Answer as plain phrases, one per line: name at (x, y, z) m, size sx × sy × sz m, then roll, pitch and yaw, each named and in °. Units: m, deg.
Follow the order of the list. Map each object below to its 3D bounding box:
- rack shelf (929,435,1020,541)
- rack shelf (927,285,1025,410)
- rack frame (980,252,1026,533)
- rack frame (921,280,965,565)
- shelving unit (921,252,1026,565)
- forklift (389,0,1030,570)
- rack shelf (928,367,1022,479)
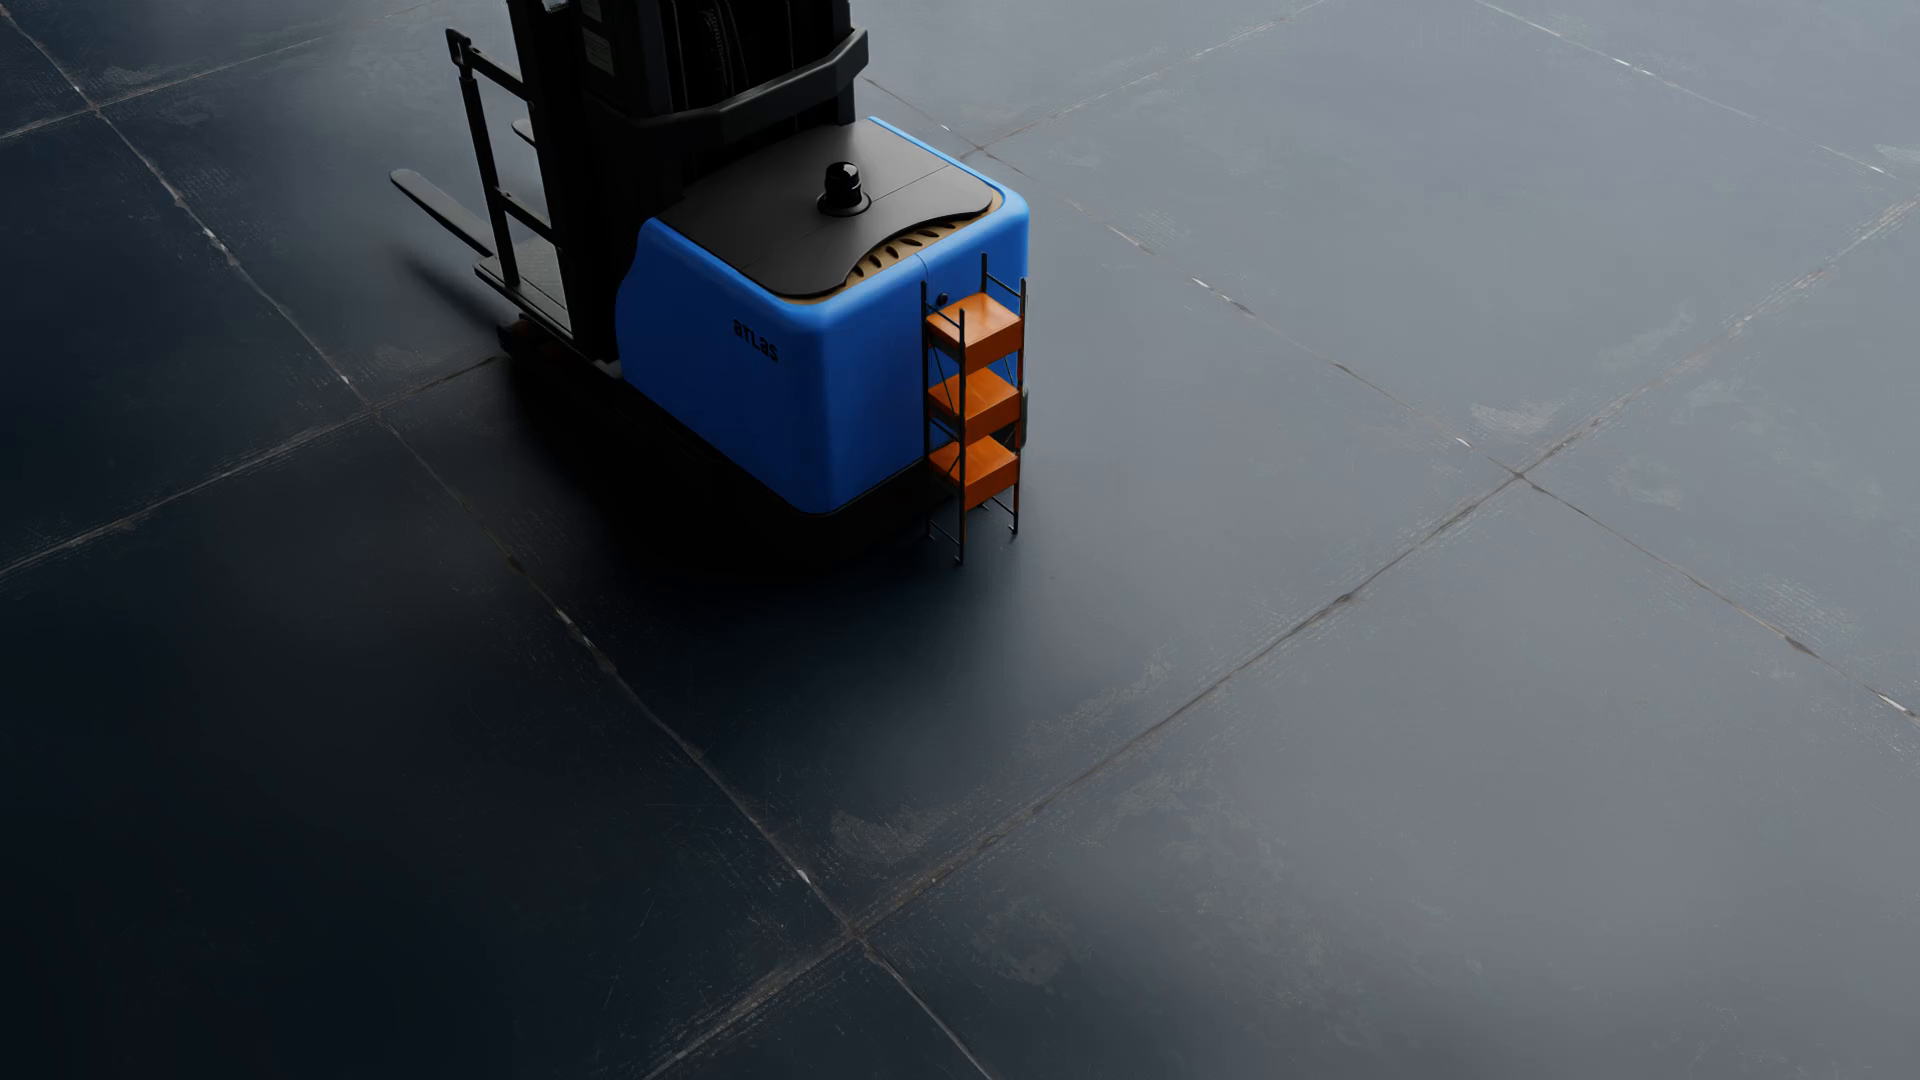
rack shelf at (0.041, -0.196, 5.613) m, size 0.240 × 0.259 × 0.215 m, roll -30°, pitch 51°, yaw -28°
rack shelf at (0.041, -0.605, 5.229) m, size 0.240 × 0.259 × 0.215 m, roll -30°, pitch 51°, yaw -28°
rack frame at (0.135, -0.460, 5.473) m, size 0.008 × 1.050 × 0.200 m, roll -30°, pitch 51°, yaw -28°
rack frame at (-0.053, -0.353, 5.359) m, size 0.008 × 1.050 × 0.200 m, roll -30°, pitch 51°, yaw -28°
shelving unit at (0.041, -0.406, 5.416) m, size 0.252 × 1.050 × 0.215 m, roll -30°, pitch 51°, yaw -28°
forklift at (-1.143, -1.880, 5.611) m, size 1.130 × 2.935 × 3.031 m, roll -33°, pitch 53°, yaw -30°
rack shelf at (0.041, -0.398, 5.423) m, size 0.240 × 0.259 × 0.215 m, roll -30°, pitch 51°, yaw -28°
